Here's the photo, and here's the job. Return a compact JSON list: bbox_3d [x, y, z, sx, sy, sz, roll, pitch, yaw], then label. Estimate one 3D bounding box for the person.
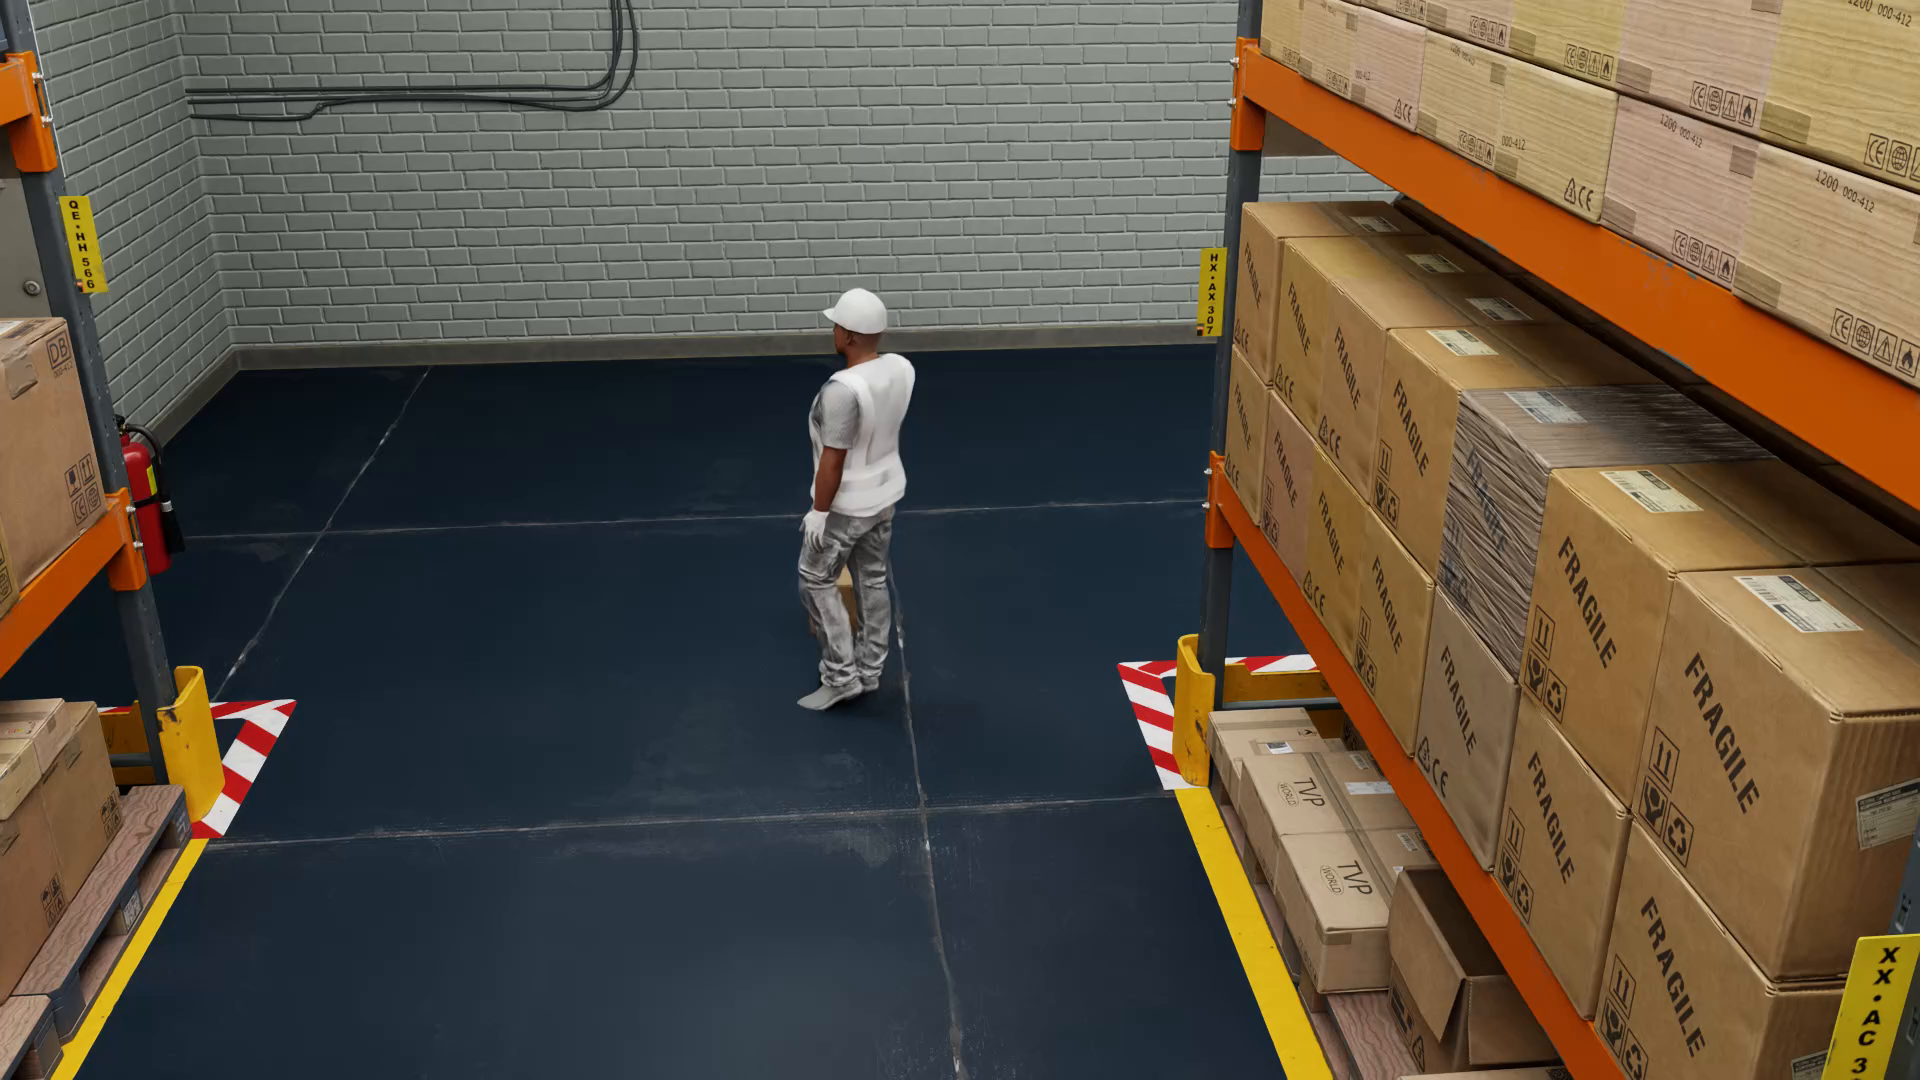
[{"bbox_3d":[-0.451,-0.158,6.966,0.410,1.825,0.577,14,27,30],"label":"person"}]
